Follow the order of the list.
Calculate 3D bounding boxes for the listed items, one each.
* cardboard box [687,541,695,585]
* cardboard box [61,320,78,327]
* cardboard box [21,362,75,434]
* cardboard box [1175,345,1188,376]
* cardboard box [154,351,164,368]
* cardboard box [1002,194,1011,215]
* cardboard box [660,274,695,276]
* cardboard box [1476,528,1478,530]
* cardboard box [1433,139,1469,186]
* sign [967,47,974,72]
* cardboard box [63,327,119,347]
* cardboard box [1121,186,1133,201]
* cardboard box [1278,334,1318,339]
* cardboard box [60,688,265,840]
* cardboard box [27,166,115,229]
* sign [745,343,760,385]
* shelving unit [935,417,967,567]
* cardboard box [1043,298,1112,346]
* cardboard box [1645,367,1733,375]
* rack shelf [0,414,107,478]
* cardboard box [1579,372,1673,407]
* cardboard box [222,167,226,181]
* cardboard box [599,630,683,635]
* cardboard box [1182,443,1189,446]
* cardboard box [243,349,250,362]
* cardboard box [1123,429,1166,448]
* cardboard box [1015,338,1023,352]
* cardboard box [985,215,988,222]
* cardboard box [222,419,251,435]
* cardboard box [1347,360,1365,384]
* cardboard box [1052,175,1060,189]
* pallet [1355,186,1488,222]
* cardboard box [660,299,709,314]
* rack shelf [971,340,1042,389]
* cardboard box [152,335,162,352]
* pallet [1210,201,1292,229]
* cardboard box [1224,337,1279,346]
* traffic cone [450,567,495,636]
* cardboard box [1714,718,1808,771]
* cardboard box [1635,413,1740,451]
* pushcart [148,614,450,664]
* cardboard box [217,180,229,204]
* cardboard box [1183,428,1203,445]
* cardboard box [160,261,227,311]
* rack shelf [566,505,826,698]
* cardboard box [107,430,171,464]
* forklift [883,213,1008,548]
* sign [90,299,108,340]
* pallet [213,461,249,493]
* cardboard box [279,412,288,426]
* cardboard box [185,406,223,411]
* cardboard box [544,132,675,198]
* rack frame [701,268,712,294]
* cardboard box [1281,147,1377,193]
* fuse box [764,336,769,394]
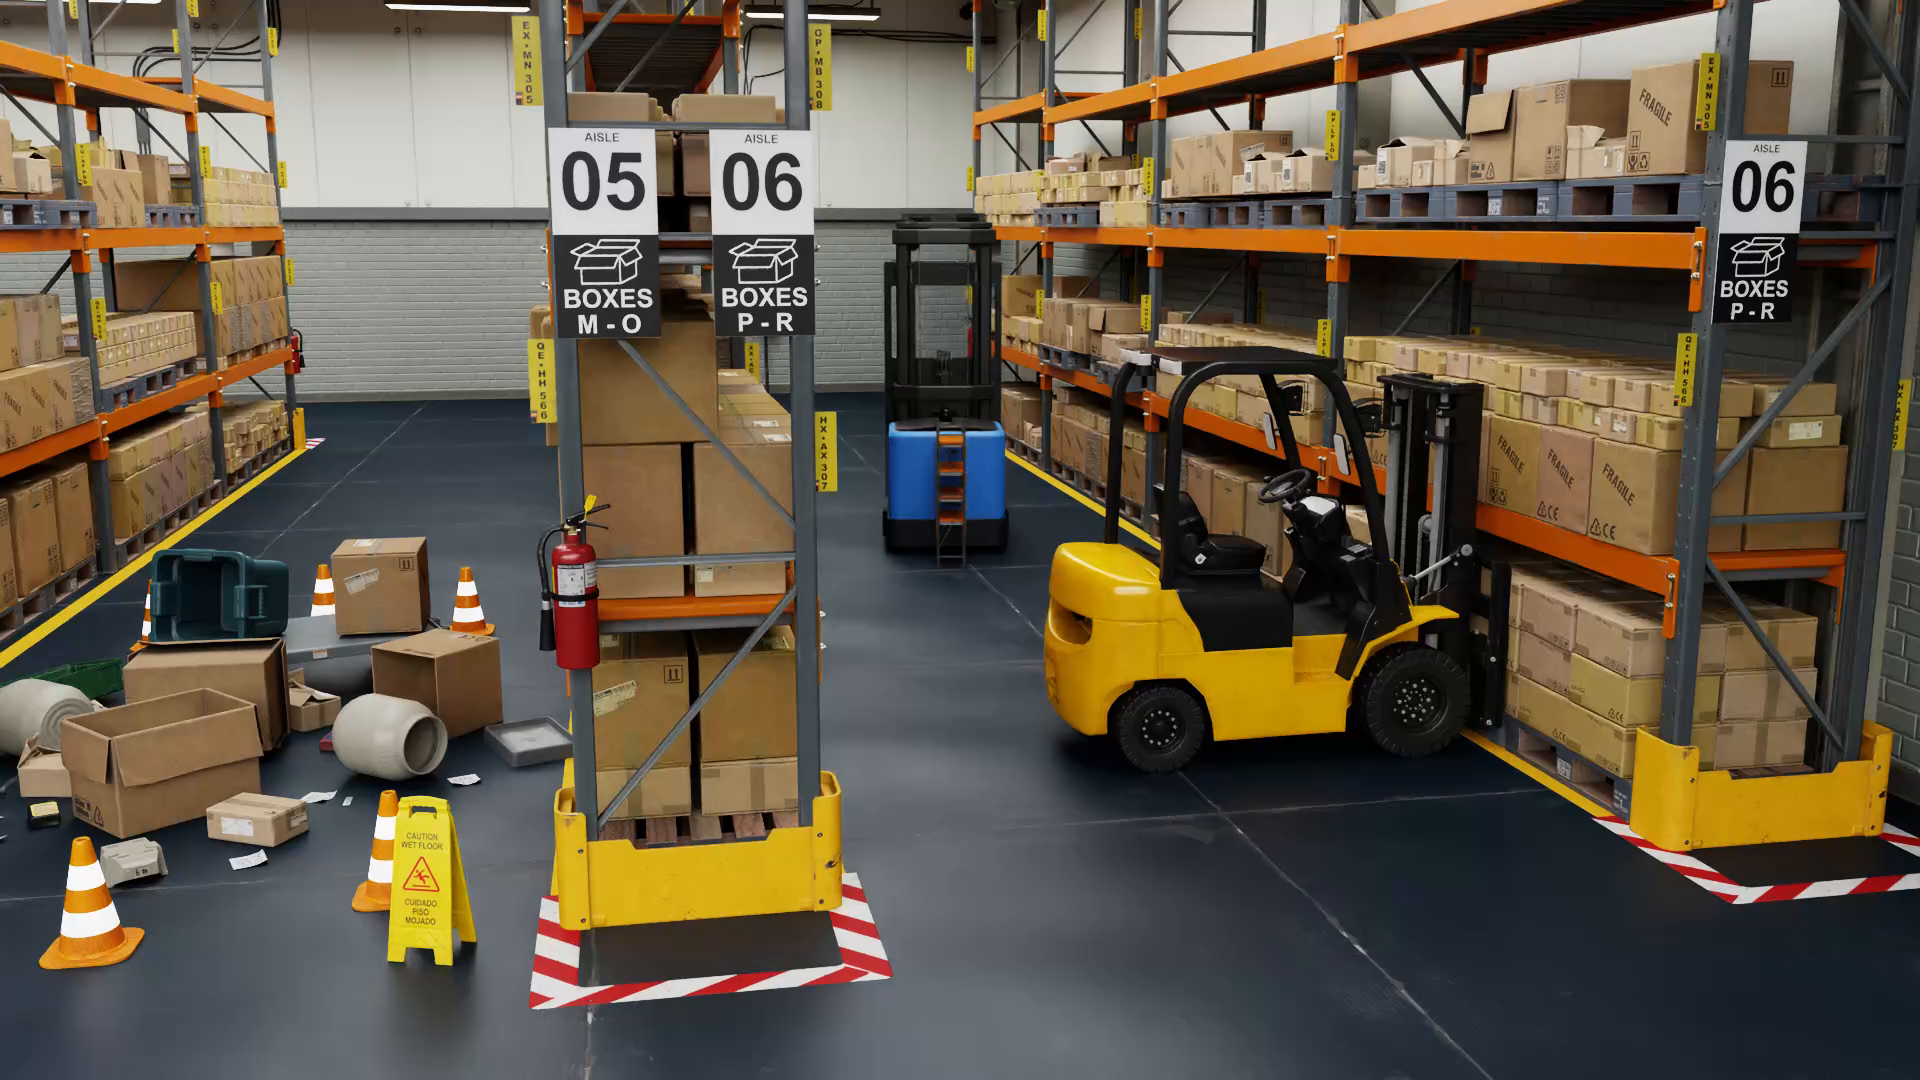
[{"bbox_3d":[-1.008,0.095,7.348,0.380,0.149,0.250,-2,11,-10],"label":"cardboard box"},{"bbox_3d":[-8.374,-1.964,15.452,0.380,0.149,0.250,-2,11,-9],"label":"cardboard box"},{"bbox_3d":[-7.027,-1.066,12.509,0.500,0.500,0.500,-2,11,-11],"label":"cardboard box"},{"bbox_3d":[2.173,-1.551,14.388,0.500,0.250,0.500,-2,11,-9],"label":"cardboard box"},{"bbox_3d":[-7.724,-1.694,15.621,0.380,0.149,0.250,-2,11,-9],"label":"cardboard box"},{"bbox_3d":[0.822,-4.202,20.837,0.500,0.250,0.500,-2,11,-12],"label":"cardboard box"},{"bbox_3d":[-3.083,-2.581,17.794,0.500,0.500,0.500,-2,11,-9],"label":"cardboard box"},{"bbox_3d":[3.407,0.001,10.725,0.500,0.250,0.500,-2,11,-12],"label":"cardboard box"},{"bbox_3d":[2.999,-2.207,9.718,0.396,0.266,0.258,-2,11,-12],"label":"cardboard box"},{"bbox_3d":[0.142,-6.454,22.327,0.100,0.325,0.005,-2,11,-11],"label":"sign"},{"bbox_3d":[-7.472,-1.743,14.289,0.380,0.149,0.250,-2,11,-11],"label":"cardboard box"},{"bbox_3d":[1.777,-3.355,16.112,0.380,0.149,0.250,-2,11,-11],"label":"cardboard box"},{"bbox_3d":[2.810,-1.596,13.557,0.380,0.149,0.250,-2,11,-9],"label":"cardboard box"},{"bbox_3d":[-3.907,1.083,8.159,0.637,0.503,0.797,9,14,38],"label":"cardboard box"},{"bbox_3d":[-7.324,-2.819,13.694,0.500,0.500,0.500,-2,11,-11],"label":"cardboard box"},{"bbox_3d":[-1.329,-1.093,10.601,0.100,0.325,0.005,-2,11,-11],"label":"sign"},{"bbox_3d":[-0.078,-0.415,14.146,0.258,1.200,0.503,0,12,-1],"label":"shelving unit"},{"bbox_3d":[1.327,-2.454,18.674,0.700,0.500,0.500,-2,11,-10],"label":"cardboard box"},{"bbox_3d":[3.814,-0.820,8.687,0.380,0.149,0.250,-2,11,-11],"label":"cardboard box"},{"bbox_3d":[-7.085,-0.461,11.522,1.077,0.370,4.000,-2,11,-11],"label":"rack shelf"},{"bbox_3d":[3.354,-0.757,8.354,0.380,0.149,0.250,-2,11,-10],"label":"cardboard box"},{"bbox_3d":[-8.271,-4.010,18.217,0.380,0.149,0.250,-2,11,-13],"label":"cardboard box"},{"bbox_3d":[-1.598,0.630,8.089,0.500,0.500,0.500,-2,11,-9],"label":"cardboard box"},{"bbox_3d":[2.347,-0.718,16.508,0.500,0.500,0.500,-2,11,-11],"label":"cardboard box"},{"bbox_3d":[-8.289,-2.095,18.855,0.380,0.149,0.250,-2,11,-8],"label":"cardboard box"},{"bbox_3d":[1.802,-0.989,16.196,0.380,0.149,0.250,-3,11,-14],"label":"cardboard box"},{"bbox_3d":[0.895,-2.410,20.506,0.380,0.149,0.250,-2,11,-12],"label":"cardboard box"},{"bbox_3d":[0.508,-4.312,22.478,0.380,0.149,0.250,-2,11,-10],"label":"cardboard box"},{"bbox_3d":[-8.251,-1.278,18.799,0.380,0.149,0.250,-2,11,-10],"label":"cardboard box"},{"bbox_3d":[2.812,-1.127,11.096,0.380,0.149,0.250,-2,11,-12],"label":"cardboard box"},{"bbox_3d":[1.210,-3.882,18.031,0.380,0.149,0.250,-2,11,-12],"label":"cardboard box"},{"bbox_3d":[3.200,-2.102,10.434,1.003,0.211,1.213,-2,11,-11],"label":"pallet"},{"bbox_3d":[-1.647,-0.965,8.505,0.700,0.500,0.500,-2,11,-11],"label":"cardboard box"},{"bbox_3d":[1.063,-2.308,21.226,1.077,0.370,4.000,-2,11,-11],"label":"rack shelf"},{"bbox_3d":[-7.721,-1.837,15.578,0.380,0.149,0.250,-2,11,-11],"label":"cardboard box"},{"bbox_3d":[2.671,-2.616,13.401,1.003,0.211,1.213,-2,11,-8],"label":"pallet"},{"bbox_3d":[2.319,-1.529,13.206,0.380,0.149,0.250,-2,11,-13],"label":"cardboard box"},{"bbox_3d":[-3.474,0.423,11.736,0.336,0.463,0.334,-2,11,-11],"label":"traffic cone"},{"bbox_3d":[3.883,0.953,8.397,0.500,0.250,0.500,-2,11,-11],"label":"cardboard box"},{"bbox_3d":[3.444,-0.515,7.879,0.380,0.149,0.250,-2,11,-10],"label":"cardboard box"},{"bbox_3d":[-4.087,0.734,10.332,1.648,0.377,0.936,-6,13,-31],"label":"pushcart"},{"bbox_3d":[-8.202,-3.749,17.914,0.500,0.250,0.500,-2,11,-11],"label":"cardboard box"},{"bbox_3d":[2.409,-1.015,16.334,0.380,0.149,0.250,-2,11,-9],"label":"cardboard box"},{"bbox_3d":[-8.100,-2.693,17.587,0.500,0.500,0.500,-2,11,-10],"label":"cardboard box"},{"bbox_3d":[-1.471,0.074,8.711,1.077,0.370,4.000,-2,11,-11],"label":"rack shelf"},{"bbox_3d":[-7.553,-0.848,15.185,0.500,0.250,0.500,-2,11,-11],"label":"cardboard box"},{"bbox_3d":[-0.169,-1.596,15.745,1.130,2.935,3.031,0,11,-2],"label":"forklift"},{"bbox_3d":[-6.930,-1.771,13.383,0.100,0.325,0.005,-2,11,-11],"label":"sign"},{"bbox_3d":[-8.417,-0.667,18.138,1.003,0.211,1.213,-2,11,-11],"label":"pallet"},{"bbox_3d":[-8.647,-1.514,20.837,0.380,0.149,0.250,-2,11,-13],"label":"cardboard box"},{"bbox_3d":[-9.166,-1.541,20.183,0.380,0.149,0.250,-2,11,-11],"label":"cardboard box"},{"bbox_3d":[-1.446,-1.543,6.864,0.500,0.250,0.500,-2,11,-12],"label":"cardboard box"},{"bbox_3d":[-2.638,-1.380,14.425,1.000,3.000,0.127,-2,11,-11],"label":"rack frame"},{"bbox_3d":[2.629,-2.637,11.853,0.500,0.311,0.500,-2,11,-13],"label":"cardboard box"},{"bbox_3d":[-3.224,-3.297,27.945,0.539,1.711,0.414,-2,11,-11],"label":"fuse box"}]
